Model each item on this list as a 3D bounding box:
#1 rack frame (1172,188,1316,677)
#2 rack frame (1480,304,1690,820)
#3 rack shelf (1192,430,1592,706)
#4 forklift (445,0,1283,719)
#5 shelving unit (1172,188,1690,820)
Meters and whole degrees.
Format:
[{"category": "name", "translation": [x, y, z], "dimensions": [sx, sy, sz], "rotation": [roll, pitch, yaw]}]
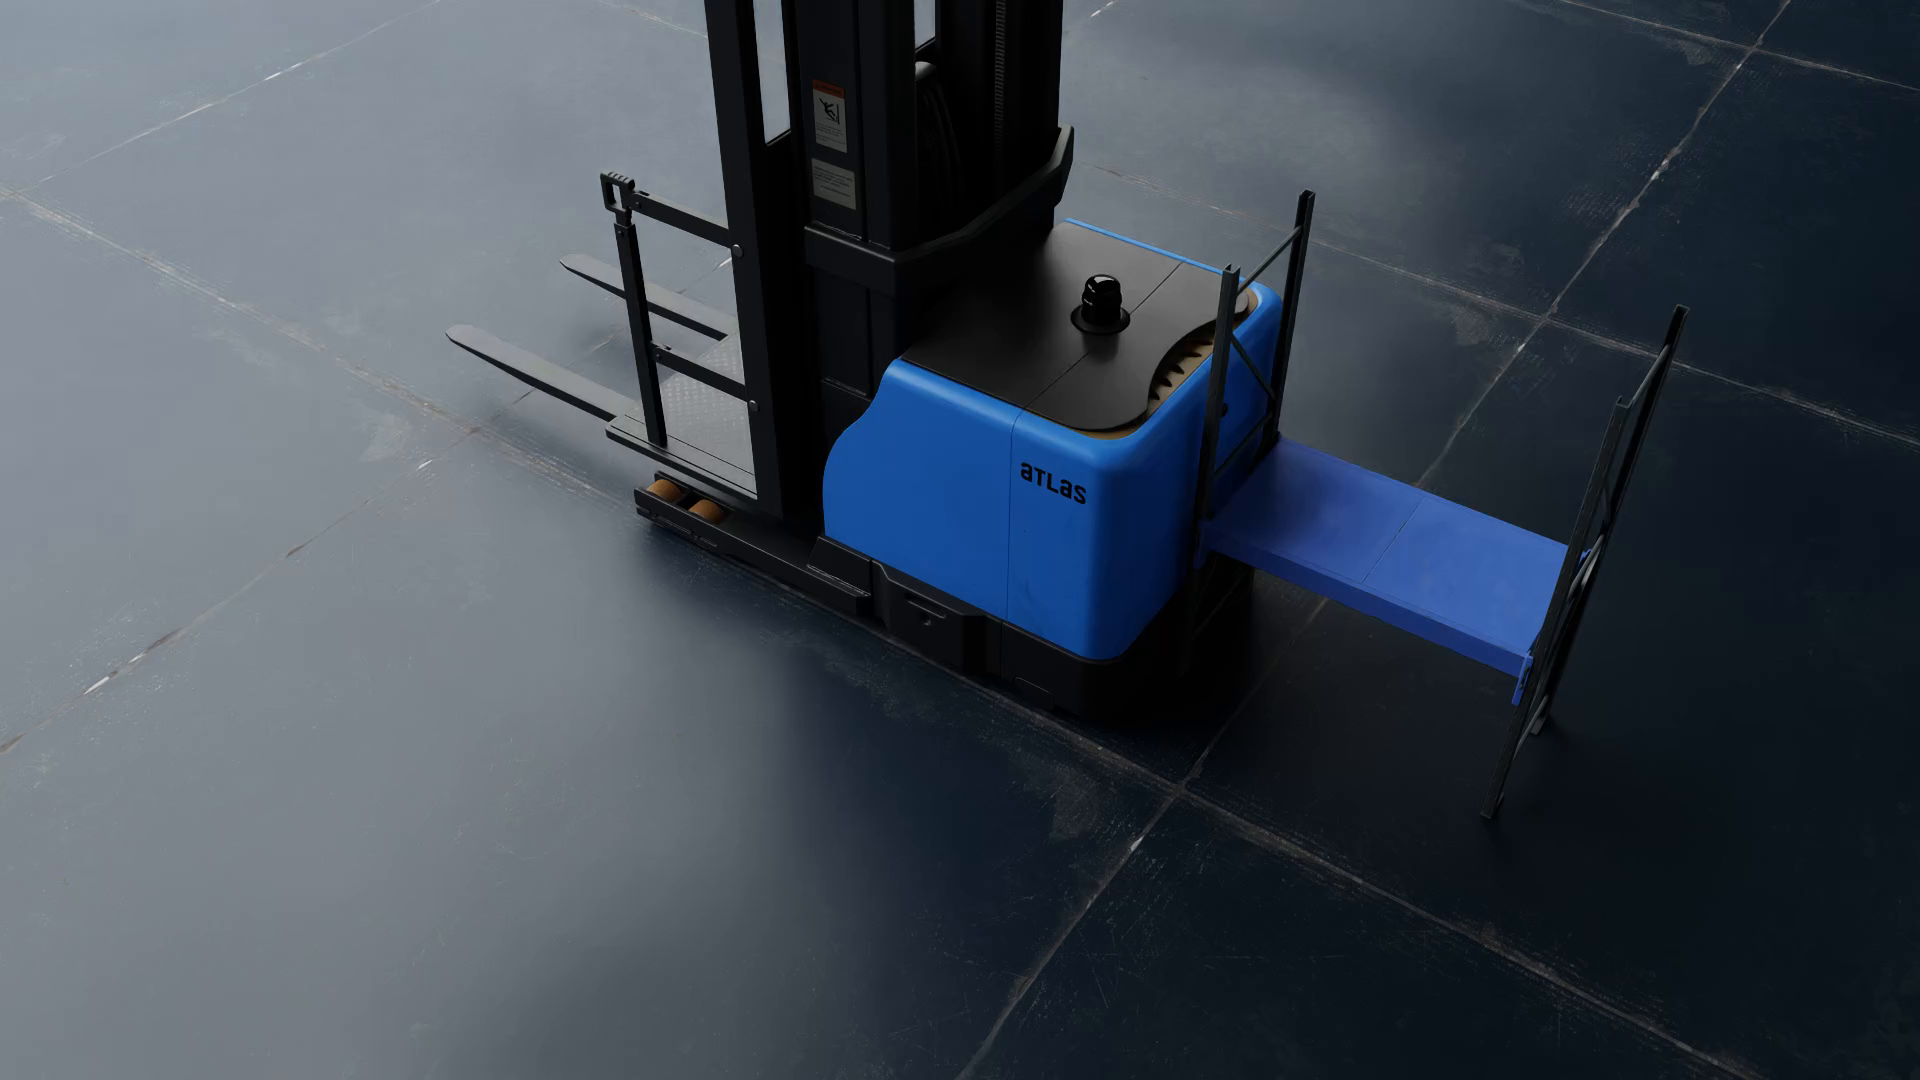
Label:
[{"category": "rack frame", "translation": [0.827, -0.267, 4.924], "dimensions": [0.032, 1.500, 0.500], "rotation": [24, 47, 25]}, {"category": "rack frame", "translation": [1.670, 0.112, 4.500], "dimensions": [0.032, 1.500, 0.500], "rotation": [24, 47, 25]}, {"category": "rack shelf", "translation": [1.249, 0.056, 4.832], "dimensions": [1.000, 0.185, 0.538], "rotation": [24, 47, 25]}, {"category": "forklift", "translation": [-0.515, -1.327, 5.035], "dimensions": [3.031, 2.935, 1.130], "rotation": [25, 47, 25]}, {"category": "shelving unit", "translation": [1.249, -0.078, 4.712], "dimensions": [1.048, 1.500, 0.538], "rotation": [24, 47, 25]}]
